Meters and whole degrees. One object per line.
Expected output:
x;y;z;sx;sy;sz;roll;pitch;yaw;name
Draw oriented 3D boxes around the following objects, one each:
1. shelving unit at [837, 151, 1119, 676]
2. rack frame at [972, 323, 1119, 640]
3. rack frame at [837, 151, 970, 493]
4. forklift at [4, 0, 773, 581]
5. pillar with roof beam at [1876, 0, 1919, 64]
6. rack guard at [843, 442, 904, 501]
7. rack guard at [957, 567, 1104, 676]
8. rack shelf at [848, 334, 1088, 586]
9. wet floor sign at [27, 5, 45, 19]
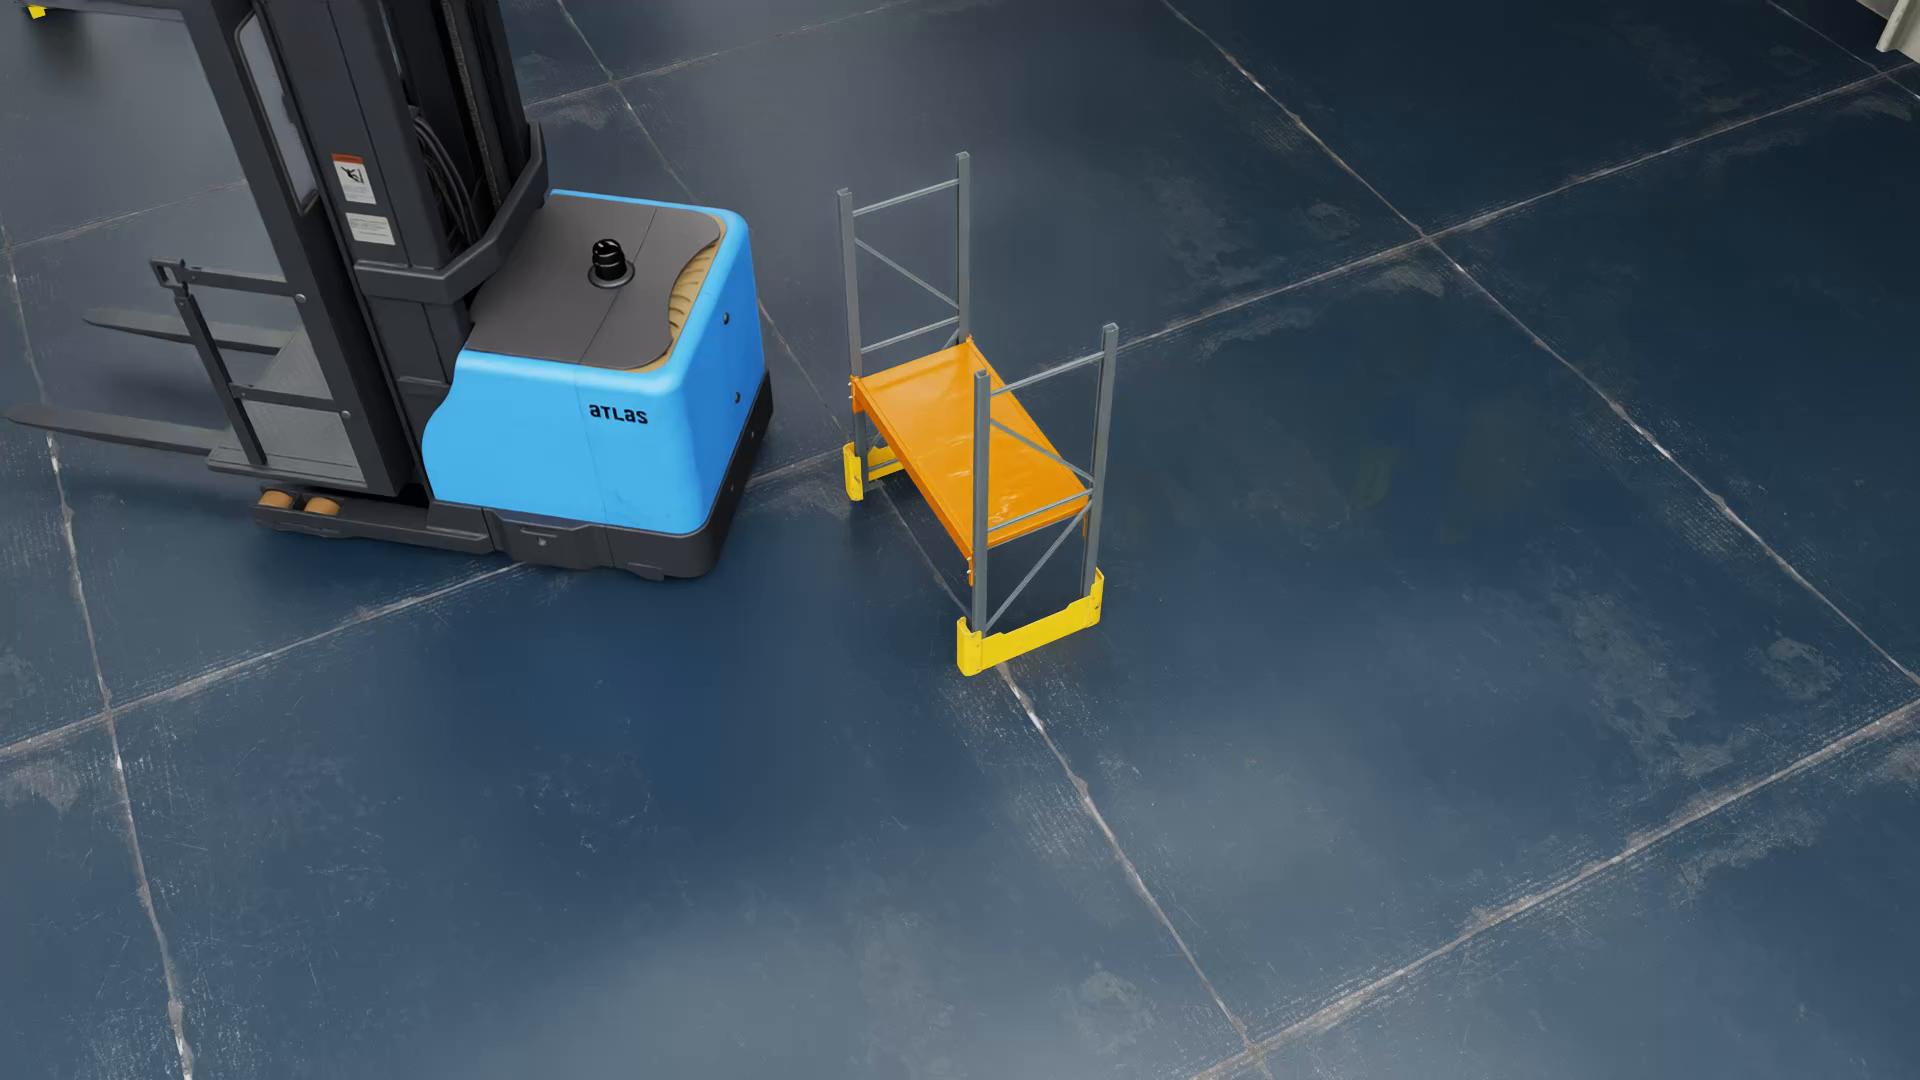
-3.462;-5.656;10.394;0.587;1.800;16.366;-21;52;-18;shelving unit
-3.455;-5.662;10.399;0.520;1.800;16.358;-21;52;-18;rack frame
-0.194;-0.777;6.326;0.500;1.500;0.032;-21;52;-18;rack frame
-2.357;-1.358;5.883;3.031;2.935;1.130;8;49;7;forklift
1.334;-4.058;4.213;9.100;9.000;0.400;-21;52;-18;pillar with roof beam
-0.193;-0.365;6.795;0.587;0.250;0.087;-21;52;-18;rack guard
0.263;0.302;6.212;0.587;0.250;0.087;-21;52;-18;rack guard
0.039;-0.318;6.164;0.538;0.185;1.000;-21;52;-18;rack shelf
-5.060;-3.207;9.019;0.267;0.644;0.232;-30;55;-23;wet floor sign
